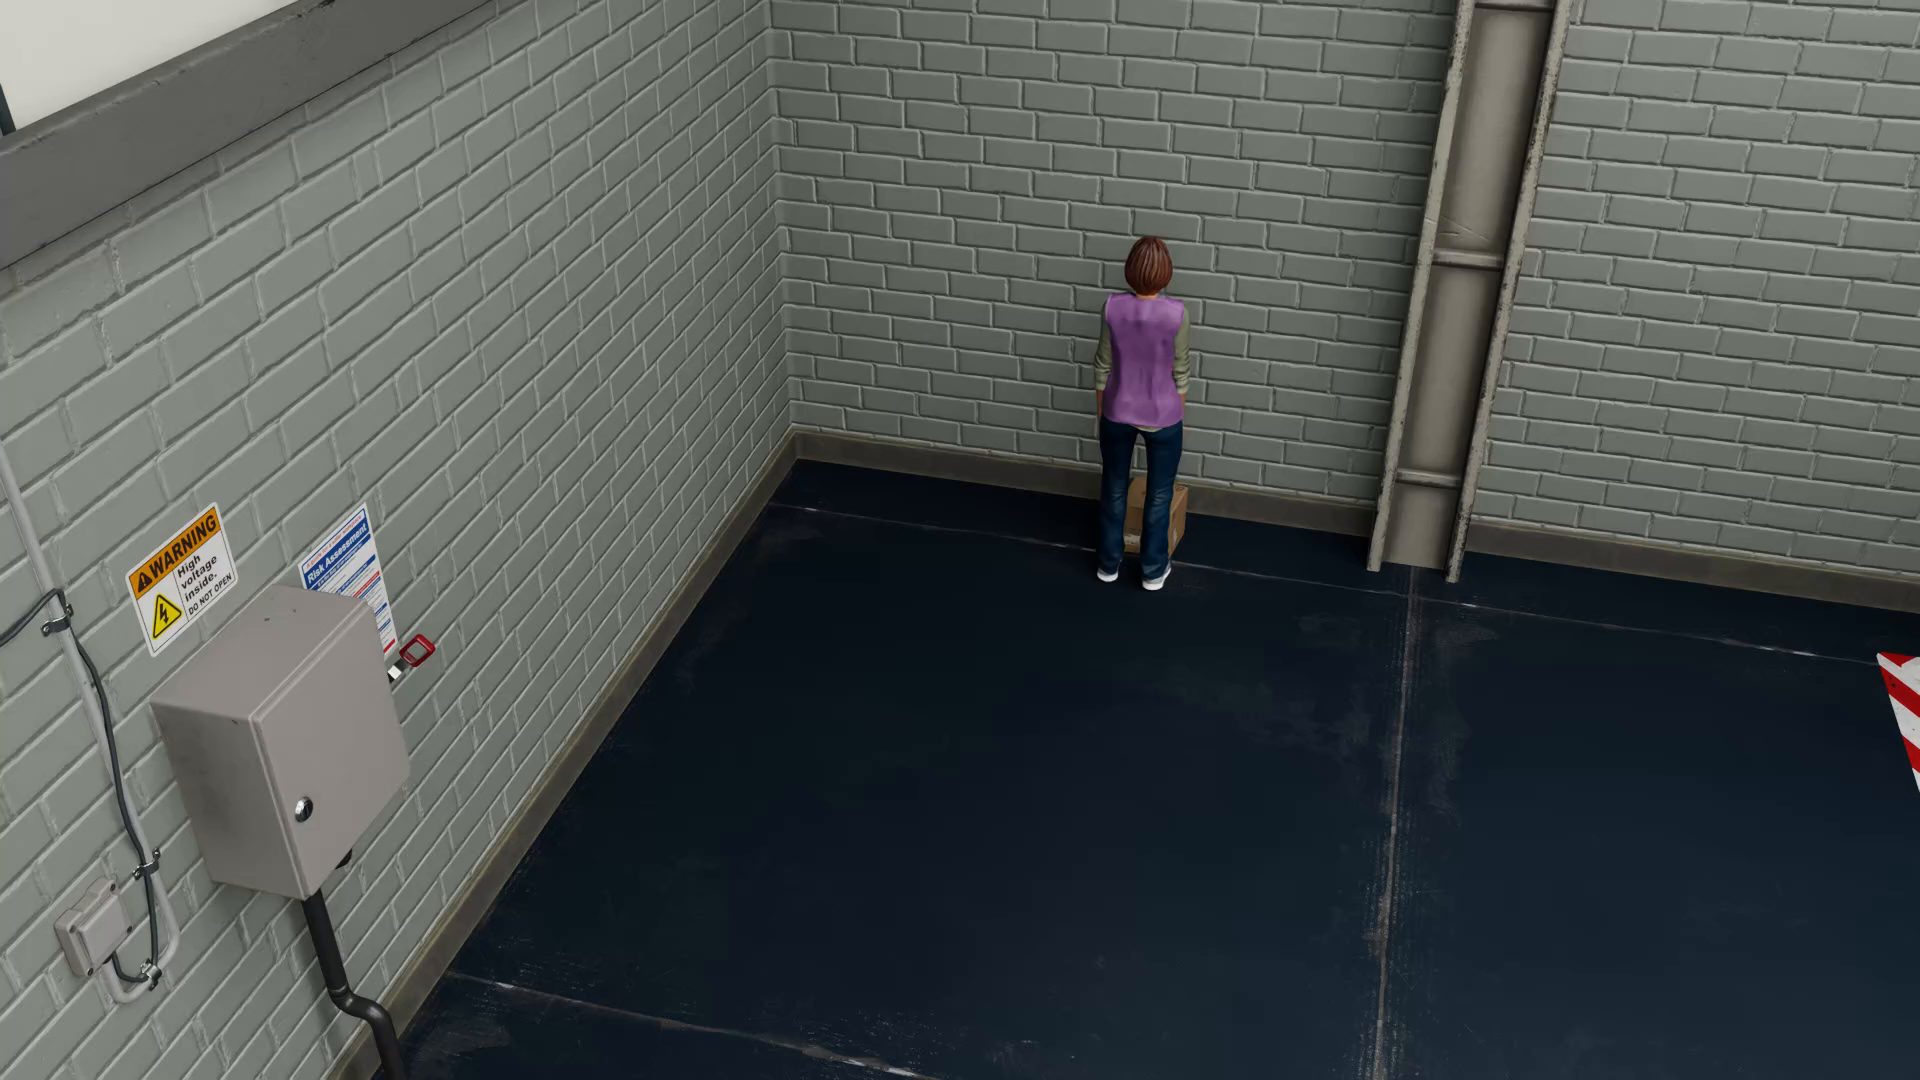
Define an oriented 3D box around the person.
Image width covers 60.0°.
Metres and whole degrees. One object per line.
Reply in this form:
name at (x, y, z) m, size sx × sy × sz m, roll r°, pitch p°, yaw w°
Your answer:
person at (0.746, -0.519, 6.942) m, size 0.406 × 1.596 × 0.310 m, roll 9°, pitch 34°, yaw 13°
